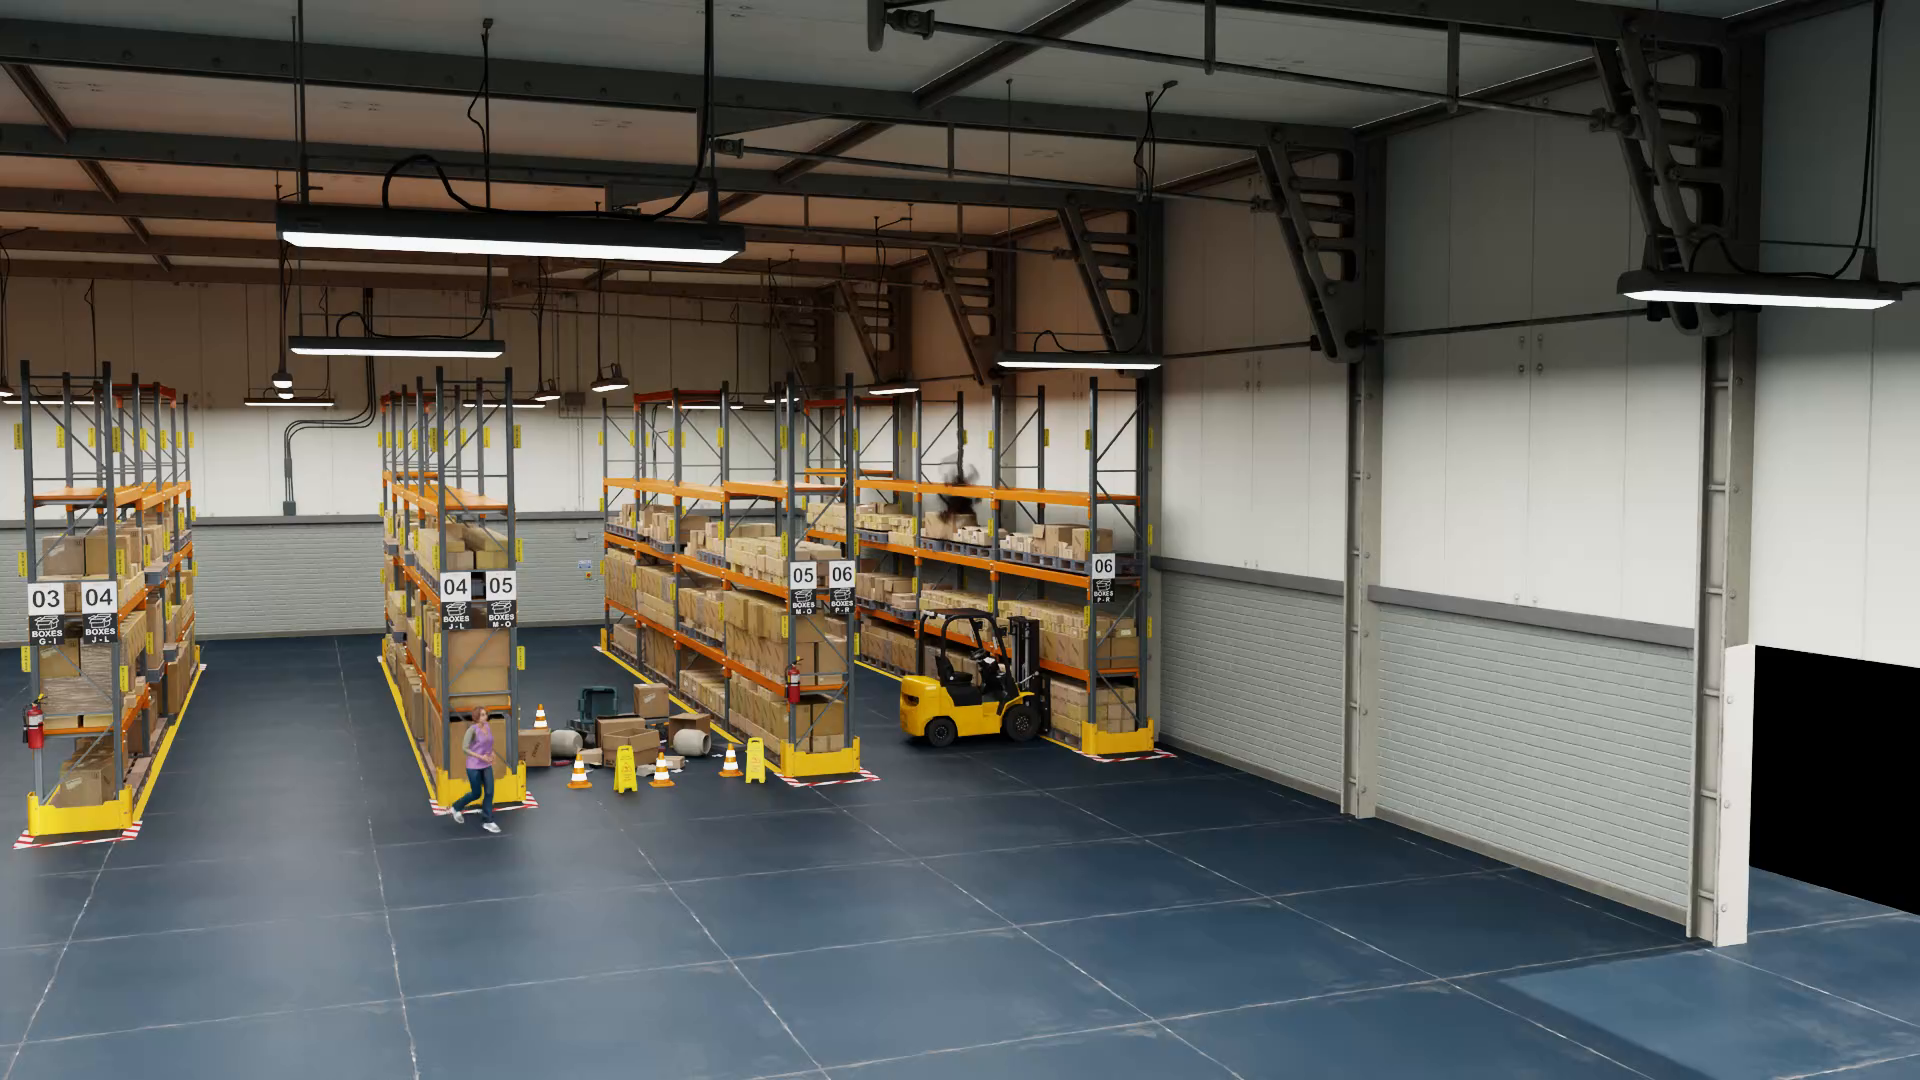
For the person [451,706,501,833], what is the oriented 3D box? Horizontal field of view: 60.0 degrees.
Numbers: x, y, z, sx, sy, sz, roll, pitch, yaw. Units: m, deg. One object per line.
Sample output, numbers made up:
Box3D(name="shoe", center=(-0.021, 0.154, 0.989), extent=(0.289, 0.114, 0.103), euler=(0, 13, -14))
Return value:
Box3D(name="person", center=(-6.201, 2.928, 21.351), extent=(0.747, 1.605, 0.565), euler=(2, 4, 27))
